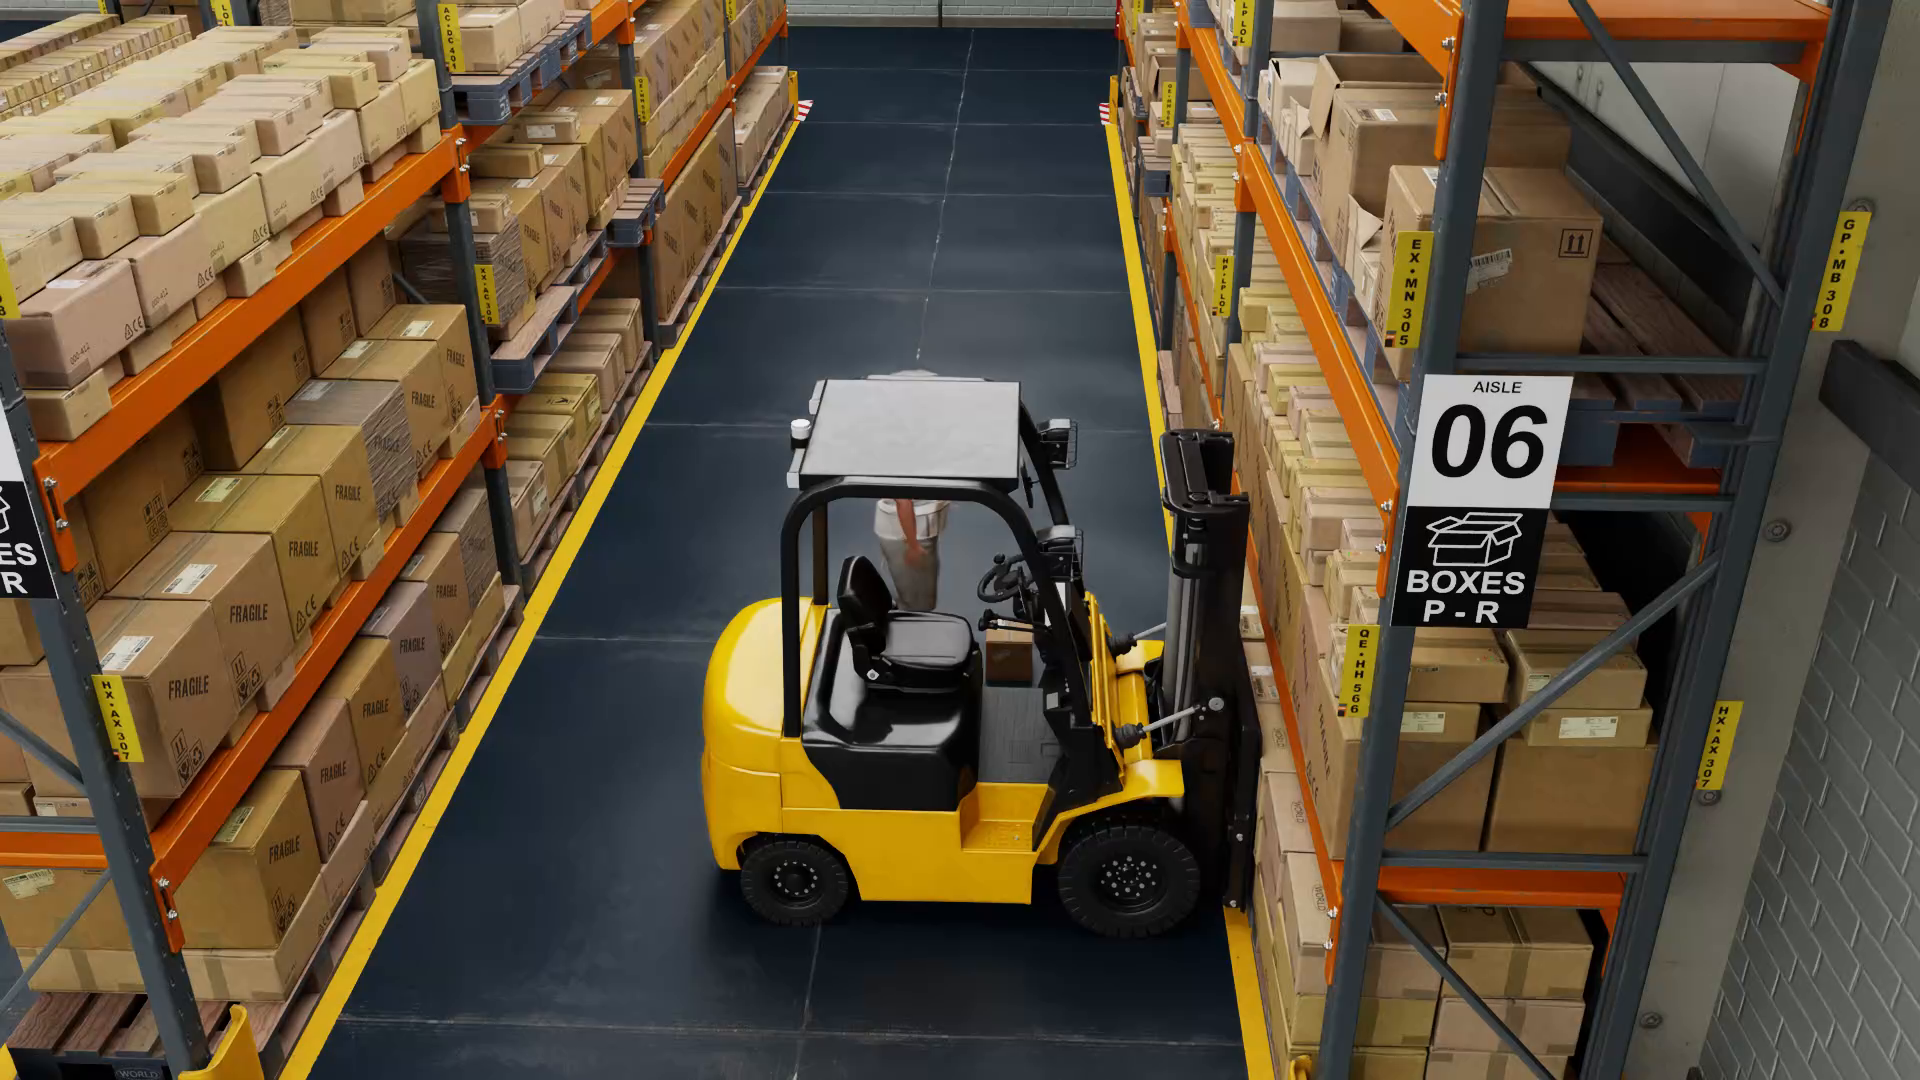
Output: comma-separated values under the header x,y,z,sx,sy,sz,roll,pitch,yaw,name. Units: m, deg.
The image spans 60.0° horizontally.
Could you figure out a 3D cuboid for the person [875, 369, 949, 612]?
x,y,z,sx,sy,sz,roll,pitch,yaw,name
-0.251,-0.070,8.773,0.389,1.736,0.534,1,28,3,person
